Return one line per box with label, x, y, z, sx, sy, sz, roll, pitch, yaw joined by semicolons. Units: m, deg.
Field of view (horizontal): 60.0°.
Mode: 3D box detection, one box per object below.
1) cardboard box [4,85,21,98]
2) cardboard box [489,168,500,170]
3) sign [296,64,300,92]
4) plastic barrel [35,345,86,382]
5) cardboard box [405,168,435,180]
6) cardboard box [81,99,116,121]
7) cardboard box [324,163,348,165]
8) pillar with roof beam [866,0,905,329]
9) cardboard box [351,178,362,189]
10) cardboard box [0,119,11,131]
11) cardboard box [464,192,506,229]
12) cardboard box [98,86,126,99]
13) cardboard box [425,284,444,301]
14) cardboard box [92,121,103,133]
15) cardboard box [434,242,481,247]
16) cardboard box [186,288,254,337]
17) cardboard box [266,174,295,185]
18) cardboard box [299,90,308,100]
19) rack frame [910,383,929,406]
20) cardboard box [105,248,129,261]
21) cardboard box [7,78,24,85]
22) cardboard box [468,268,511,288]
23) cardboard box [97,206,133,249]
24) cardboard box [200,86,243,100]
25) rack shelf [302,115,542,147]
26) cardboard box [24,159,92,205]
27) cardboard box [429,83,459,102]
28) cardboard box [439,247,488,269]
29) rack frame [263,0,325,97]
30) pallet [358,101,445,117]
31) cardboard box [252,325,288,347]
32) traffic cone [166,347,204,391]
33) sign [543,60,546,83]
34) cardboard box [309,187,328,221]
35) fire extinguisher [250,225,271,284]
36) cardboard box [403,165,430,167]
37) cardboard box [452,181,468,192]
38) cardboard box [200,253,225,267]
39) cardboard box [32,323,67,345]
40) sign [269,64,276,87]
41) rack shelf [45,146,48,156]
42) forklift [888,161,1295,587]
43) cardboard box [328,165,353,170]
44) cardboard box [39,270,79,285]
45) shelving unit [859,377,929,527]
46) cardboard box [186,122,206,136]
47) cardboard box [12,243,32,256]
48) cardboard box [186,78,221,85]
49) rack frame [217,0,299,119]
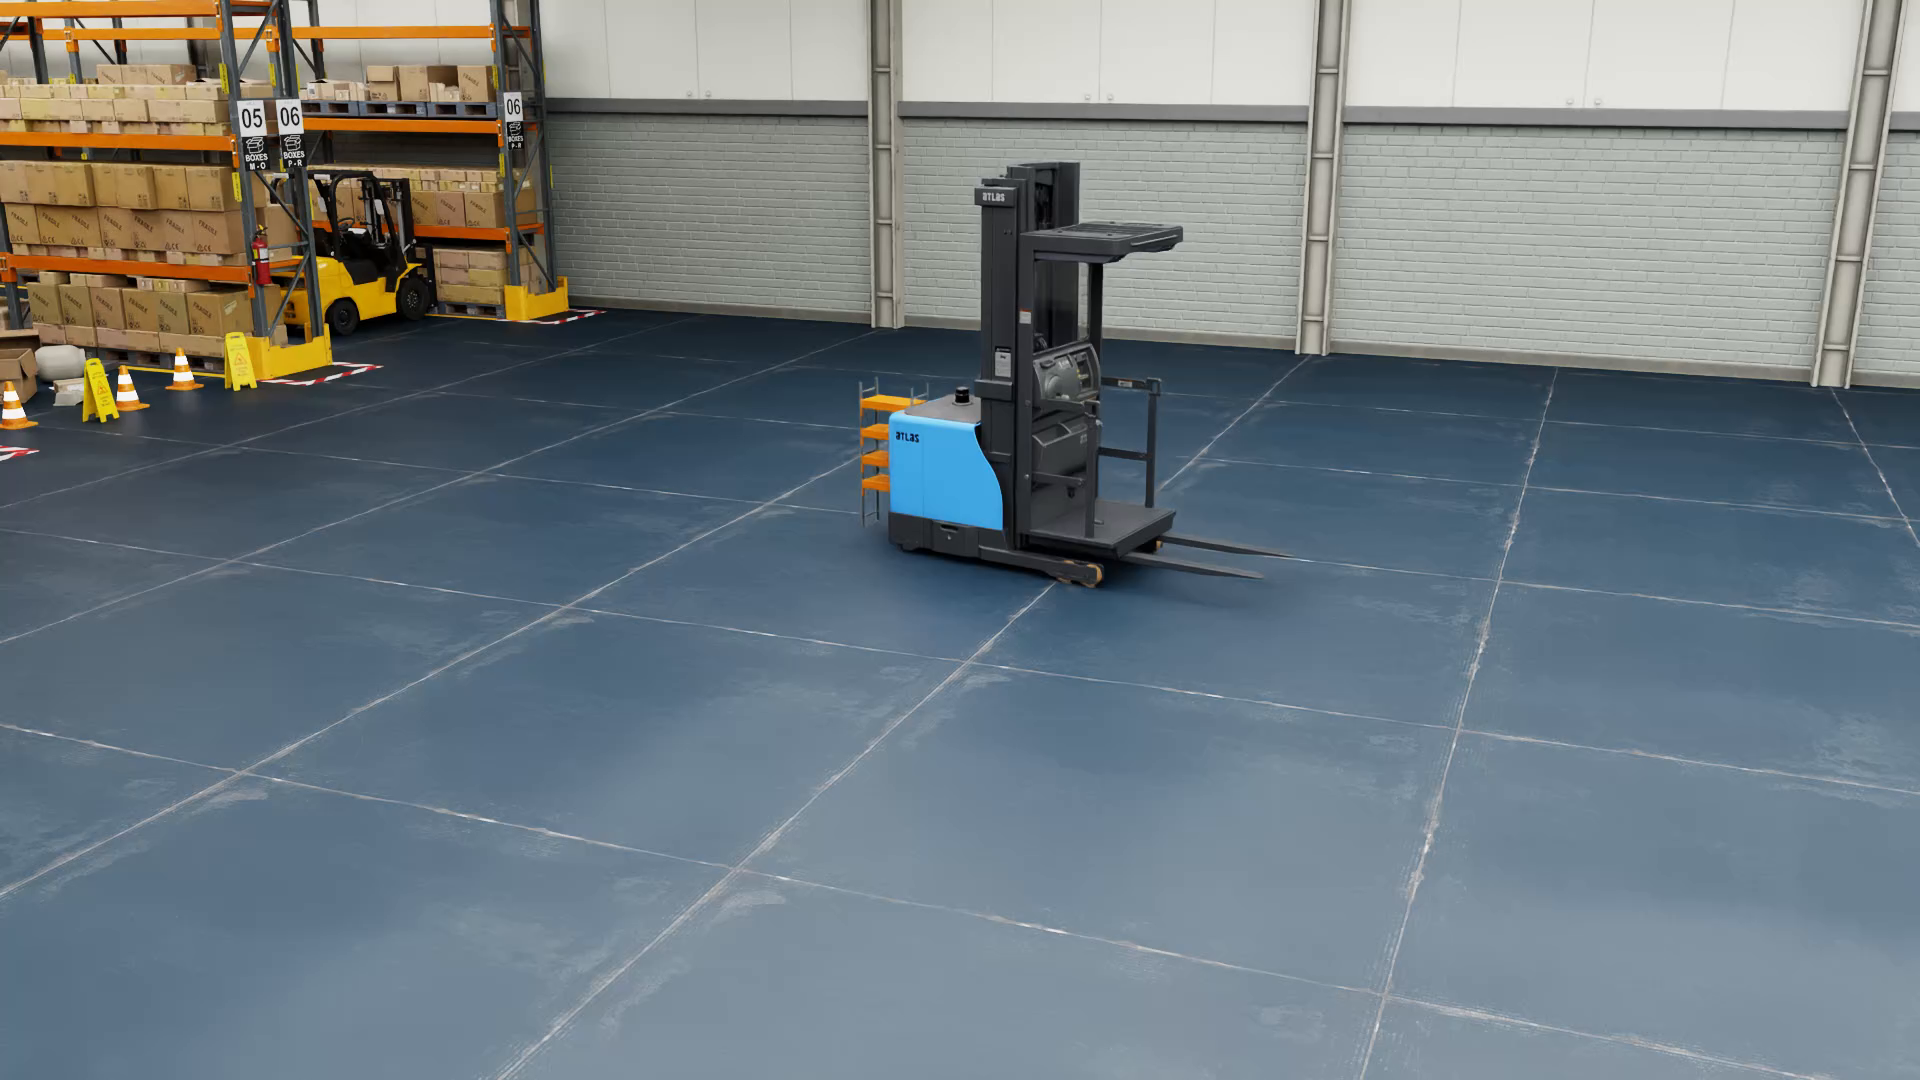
cardboard box;-11.398;-5.474;20.288;0.250;0.149;0.380;7;18;22
cardboard box;-6.743;-5.421;24.590;0.250;0.149;0.380;7;18;23
sign;-7.903;-5.499;19.786;0.005;0.325;0.100;6;17;21
plastic barrel;-10.579;-2.079;19.576;0.512;0.421;0.421;-9;18;-27
cardboard box;-7.919;-5.374;24.430;0.250;0.149;0.380;7;17;22
cardboard box;-10.100;-5.146;19.875;0.500;0.250;0.500;6;17;21
cardboard box;-9.598;-5.743;25.698;0.250;0.149;0.380;6;17;21
pillar with roof beam;-2.600;-6.241;18.531;0.400;9.000;9.100;6;17;21
cardboard box;-8.866;-5.336;24.831;0.250;0.149;0.380;6;17;20
cardboard box;-11.621;-5.130;20.535;0.250;0.149;0.380;6;17;20
cardboard box;-6.839;-4.816;24.202;0.500;0.500;0.500;6;17;19
cardboard box;-9.964;-5.307;19.713;0.250;0.149;0.380;7;18;22
cardboard box;-7.759;-3.740;24.853;0.500;0.250;0.500;6;17;21
cardboard box;-10.187;-4.973;19.994;0.250;0.149;0.380;6;17;21
cardboard box;-7.590;-4.349;25.160;0.500;0.250;0.500;6;17;20
cardboard box;-8.943;-2.753;20.111;0.500;0.500;0.500;6;17;21
cardboard box;-10.405;-5.531;25.504;0.250;0.149;0.380;7;18;23
cardboard box;-9.700;-6.639;24.802;0.250;0.149;0.380;7;17;22
rack frame;-0.317;-0.636;13.212;0.015;1.200;0.240;10;19;31
cardboard box;-10.217;-3.519;20.366;0.250;0.149;0.380;6;17;20
cardboard box;-15.126;-7.373;26.829;0.250;0.149;0.380;6;17;19
cardboard box;-6.852;-3.875;24.425;0.500;0.250;0.500;6;17;20
cardboard box;-10.101;-3.834;20.287;0.500;0.500;0.500;6;17;21
cardboard box;-8.525;-5.159;19.203;0.250;0.149;0.380;6;17;21
rack shelf;-8.145;-6.085;24.664;4.000;0.370;1.077;6;17;21
cardboard box;-11.027;-4.419;20.508;0.500;0.500;0.700;6;17;21
cardboard box;-7.403;-6.443;23.915;0.258;0.266;0.396;6;17;21
cardboard box;-7.305;-4.164;24.521;0.500;0.250;0.500;7;17;22
rack frame;-10.006;-8.076;24.850;0.127;3.000;1.000;6;17;21
pallet;-8.072;-6.387;24.572;1.213;0.211;1.003;6;17;21
cardboard box;-8.751;-2.533;20.698;0.500;0.250;0.500;6;17;20
traffic cone;-8.976;-1.989;19.194;0.334;0.463;0.336;6;17;21
sign;-6.075;-6.827;24.220;0.005;0.325;0.100;6;17;21
cardboard box;-9.689;-5.130;25.283;0.500;0.500;0.500;6;17;19
fire extinguisher;-8.165;-3.329;19.400;0.183;0.674;0.296;6;17;21
cardboard box;-8.194;-5.569;25.101;0.250;0.149;0.380;7;18;22
cardboard box;-7.177;-5.169;24.254;0.250;0.149;0.380;7;17;22
cardboard box;-8.805;-3.357;19.807;0.250;0.149;0.380;6;17;20
cardboard box;-11.374;-2.658;21.127;0.500;0.250;0.500;5;17;18
sign;-10.196;-6.893;24.664;0.005;0.325;0.100;6;17;21
rack shelf;-13.684;-5.206;21.638;4.000;0.370;1.077;6;17;21
forklift;0.965;-1.235;12.170;3.031;2.935;1.130;10;19;31
cardboard box;-9.301;-5.560;25.070;0.250;0.149;0.380;6;17;20
cardboard box;-11.279;-3.301;20.834;0.250;0.149;0.380;7;17;21
shelving unit;-0.524;-0.672;13.337;0.503;1.200;0.258;10;19;31
cardboard box;-8.780;-4.798;19.393;0.250;0.149;0.380;6;17;21
cardboard box;-11.648;-3.671;20.888;0.250;0.149;0.380;6;17;20
cardboard box;-11.482;-6.931;25.516;0.500;0.311;0.500;6;17;19
rack frame;-8.102;-6.379;19.005;0.127;3.000;1.000;6;17;21
